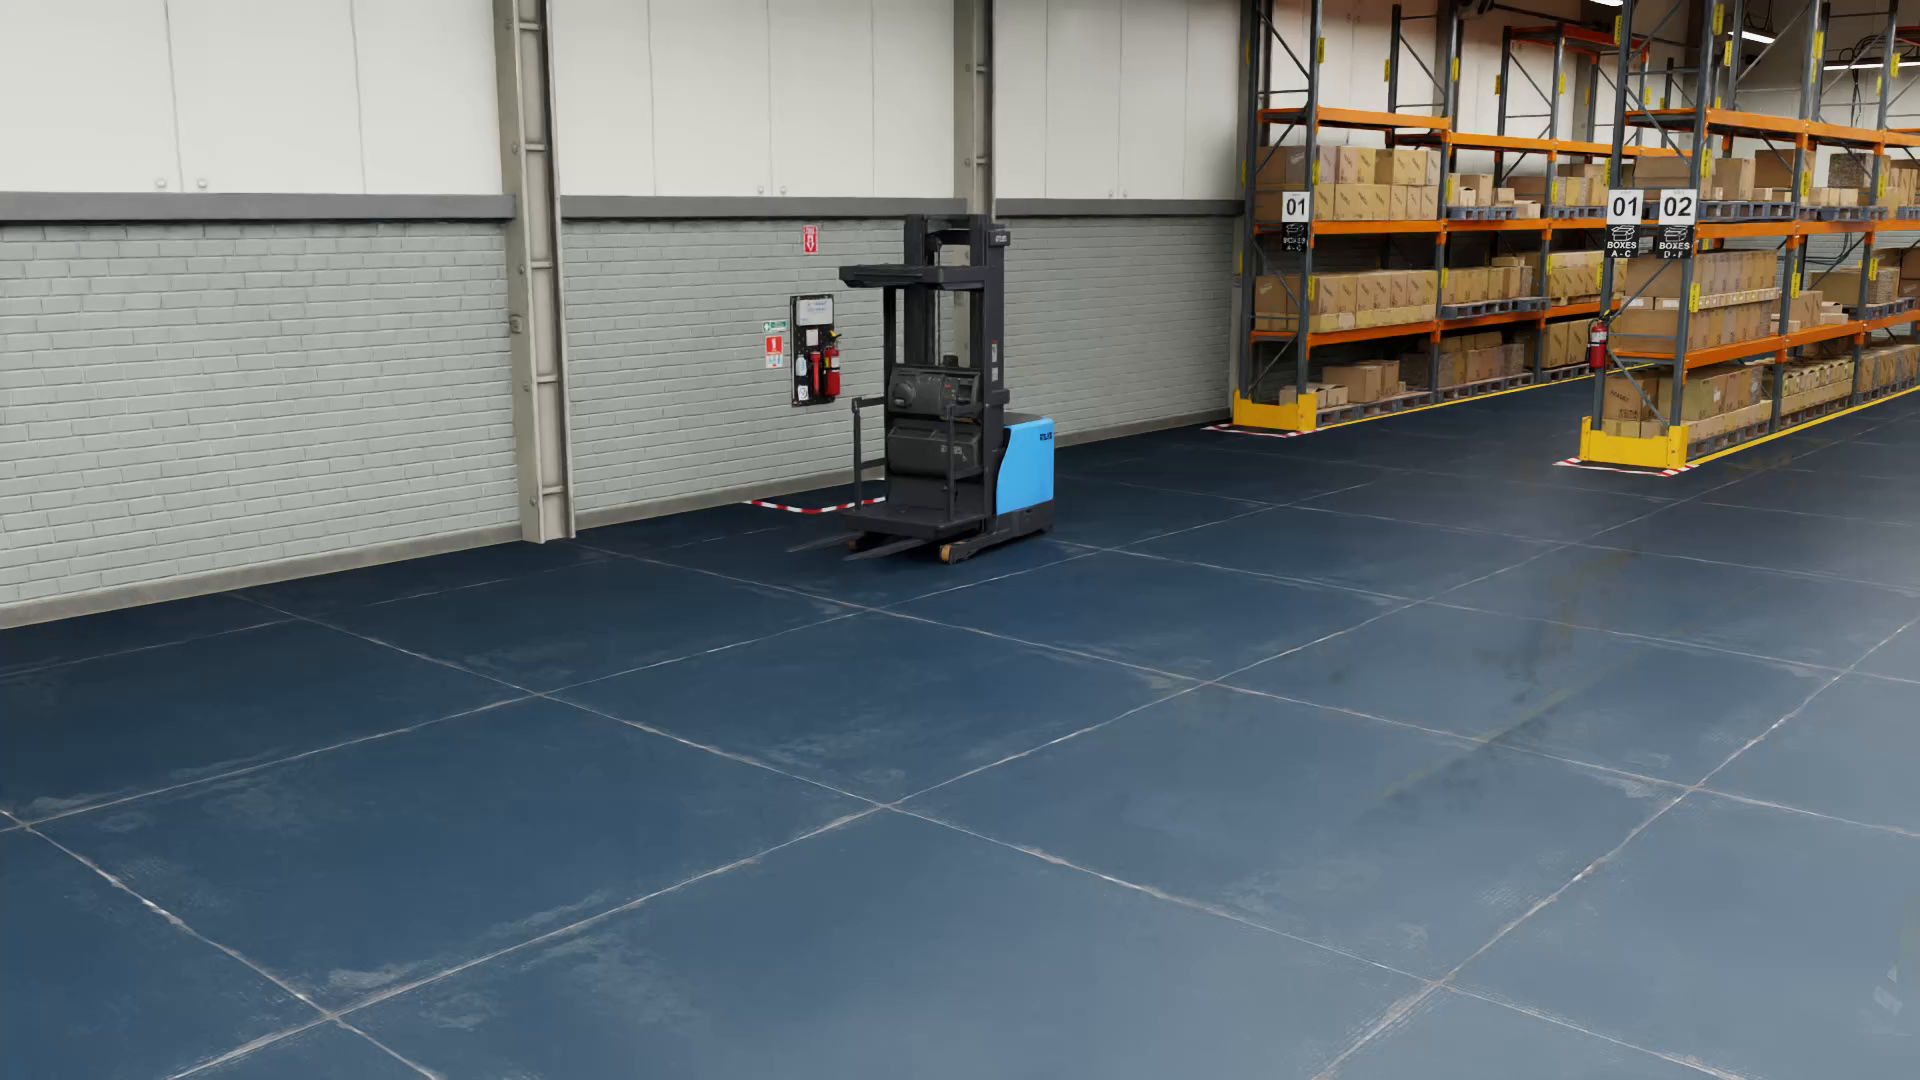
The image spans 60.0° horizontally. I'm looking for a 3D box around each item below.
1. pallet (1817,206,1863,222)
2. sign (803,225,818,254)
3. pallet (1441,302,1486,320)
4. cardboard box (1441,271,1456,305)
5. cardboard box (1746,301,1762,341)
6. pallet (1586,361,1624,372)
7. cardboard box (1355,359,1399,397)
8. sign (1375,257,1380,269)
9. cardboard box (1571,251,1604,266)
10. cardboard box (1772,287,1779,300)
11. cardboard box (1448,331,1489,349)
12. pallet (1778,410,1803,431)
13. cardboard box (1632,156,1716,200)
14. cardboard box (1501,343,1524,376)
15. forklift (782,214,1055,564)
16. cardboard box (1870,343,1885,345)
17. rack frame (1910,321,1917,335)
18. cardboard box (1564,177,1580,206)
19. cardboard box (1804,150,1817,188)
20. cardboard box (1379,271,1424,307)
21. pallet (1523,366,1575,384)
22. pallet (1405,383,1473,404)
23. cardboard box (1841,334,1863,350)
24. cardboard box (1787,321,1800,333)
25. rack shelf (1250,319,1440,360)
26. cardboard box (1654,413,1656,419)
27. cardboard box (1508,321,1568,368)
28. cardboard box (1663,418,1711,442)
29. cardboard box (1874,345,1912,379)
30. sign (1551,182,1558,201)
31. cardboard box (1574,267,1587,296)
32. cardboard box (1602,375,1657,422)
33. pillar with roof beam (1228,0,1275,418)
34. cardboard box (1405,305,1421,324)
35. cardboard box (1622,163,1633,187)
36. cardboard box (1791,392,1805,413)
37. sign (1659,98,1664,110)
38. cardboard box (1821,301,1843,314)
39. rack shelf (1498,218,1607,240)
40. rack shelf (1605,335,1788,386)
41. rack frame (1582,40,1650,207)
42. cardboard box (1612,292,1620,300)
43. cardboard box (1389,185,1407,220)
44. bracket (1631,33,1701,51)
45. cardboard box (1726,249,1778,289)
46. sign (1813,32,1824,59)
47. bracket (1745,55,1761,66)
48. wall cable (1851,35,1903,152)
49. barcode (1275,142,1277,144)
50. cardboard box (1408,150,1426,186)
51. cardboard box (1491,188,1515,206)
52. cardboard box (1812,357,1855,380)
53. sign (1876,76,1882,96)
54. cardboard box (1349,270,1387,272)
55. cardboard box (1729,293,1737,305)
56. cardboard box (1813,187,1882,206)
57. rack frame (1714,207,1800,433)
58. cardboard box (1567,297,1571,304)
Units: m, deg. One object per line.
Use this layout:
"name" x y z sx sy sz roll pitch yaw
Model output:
"pallet" 12.203 -4.677 23.830 1.003 0.211 1.213 11 16 43
"sign" -1.573 -3.159 17.491 0.001 0.298 0.199 10 15 40
"pallet" 7.569 -3.626 26.234 1.003 0.211 1.213 10 15 40
"cardboard box" 7.317 -3.961 26.046 0.700 0.500 0.500 10 15 41
"cardboard box" 10.048 -2.891 21.809 0.700 0.500 0.500 10 15 40
"pallet" 11.784 -3.312 31.295 1.003 0.211 1.213 10 15 40
"cardboard box" 6.301 -2.458 25.157 0.500 0.500 0.500 8 14 36
"sign" 6.536 -4.265 25.989 0.100 0.325 0.005 10 15 40
"cardboard box" 11.439 -5.125 30.269 0.500 0.250 0.500 10 15 41
"cardboard box" 10.661 -3.285 22.130 0.380 0.149 0.250 10 15 40
"cardboard box" 8.401 -3.307 27.495 0.500 0.250 0.500 10 15 40
"pallet" 11.136 -1.732 23.383 1.003 0.211 1.213 10 15 40
"cardboard box" 8.421 -4.278 19.657 0.637 0.503 0.797 -11 16 -44
"cardboard box" 9.160 -3.092 28.330 0.700 0.500 0.500 10 15 41
"forklift" -0.345 -1.336 14.455 1.130 2.935 3.031 7 13 33
"cardboard box" 15.458 -3.113 28.438 0.500 0.500 0.500 9 14 38
"rack frame" 18.600 -4.752 31.382 1.000 3.000 0.127 10 15 40
"cardboard box" 10.558 -6.193 29.564 0.700 0.500 0.500 11 16 43
"cardboard box" 11.474 -5.130 23.012 0.500 0.500 0.500 -10 15 -42
"cardboard box" 6.551 -3.746 24.765 0.500 0.500 0.500 10 15 40
"pallet" 10.173 -2.953 29.497 1.003 0.211 1.213 10 15 40
"pallet" 7.468 -2.373 26.594 1.003 0.211 1.213 10 15 40
"cardboard box" 14.467 -3.260 27.258 0.500 0.250 0.500 9 15 39
"cardboard box" 11.418 -2.967 23.087 0.380 0.149 0.250 10 15 40
"rack shelf" 5.635 -2.979 24.343 1.077 0.370 4.000 10 15 40
"cardboard box" 8.492 -1.447 20.786 0.500 0.250 0.500 10 15 40
"cardboard box" 10.180 -3.457 29.319 0.750 0.750 0.750 10 15 40
"cardboard box" 8.887 -1.379 20.445 0.500 0.250 0.500 10 15 40
"cardboard box" 15.517 -2.972 27.729 0.500 0.500 0.500 10 15 41
"sign" 10.002 -5.869 27.995 0.100 0.325 0.005 10 15 40
"cardboard box" 10.790 -4.606 29.588 0.500 0.500 0.500 10 15 40
"cardboard box" 8.169 -1.740 20.338 0.500 0.500 0.500 10 15 40
"pillar with roof beam" 7.361 -5.638 20.501 9.100 9.000 0.400 10 15 40
"cardboard box" 6.536 -3.381 24.852 0.500 0.250 0.500 10 15 41
"cardboard box" 12.918 -6.892 31.579 0.500 0.500 0.500 10 15 40
"cardboard box" 11.470 -1.946 23.283 0.500 0.250 0.500 10 15 42
"sign" 14.464 -8.942 34.255 0.100 0.325 0.005 10 15 40
"cardboard box" 13.047 -3.483 25.258 0.500 0.311 0.500 11 16 44
"rack shelf" 10.916 -5.627 29.942 1.077 0.370 4.000 10 15 40
"rack shelf" 9.359 -2.339 21.139 1.077 0.370 4.000 10 15 40
"rack frame" 12.236 -7.745 31.051 1.000 3.000 0.127 10 15 40
"cardboard box" 12.077 -4.563 31.028 0.380 0.149 0.250 10 15 41
"cardboard box" 6.127 -4.890 24.111 0.500 0.500 0.500 9 14 38
"bracket" 14.290 -10.119 33.748 0.076 0.066 4.783 10 15 40
"cardboard box" 10.391 -3.605 22.074 0.700 0.500 0.500 10 15 41
"sign" 11.080 -6.388 21.470 0.100 0.325 0.005 10 15 40
"bracket" 18.115 -10.971 38.016 0.235 0.232 0.430 10 15 40
"wall cable" 20.911 -9.724 35.991 3.097 2.526 0.112 10 15 40
"barcode" 4.408 -5.511 23.186 0.001 0.075 0.075 10 15 40
"cardboard box" 6.473 -5.455 24.385 0.500 0.500 0.500 11 16 43
"cardboard box" 8.671 -5.567 27.492 0.637 0.503 0.797 -10 15 -40
"cardboard box" 13.159 -2.598 25.117 0.500 0.311 0.500 10 15 42
"sign" 15.565 -7.675 28.113 0.100 0.325 0.005 10 15 40
"cardboard box" 6.144 -3.812 25.096 0.500 0.500 0.500 10 15 40
"cardboard box" 9.475 -3.021 20.804 0.380 0.149 0.250 10 15 41
"cardboard box" 13.582 -5.163 25.528 0.910 0.500 0.500 10 15 40
"rack frame" 10.679 -2.986 22.542 1.000 3.000 0.127 10 15 40
"cardboard box" 10.637 -4.276 29.590 0.380 0.149 0.250 10 15 42
